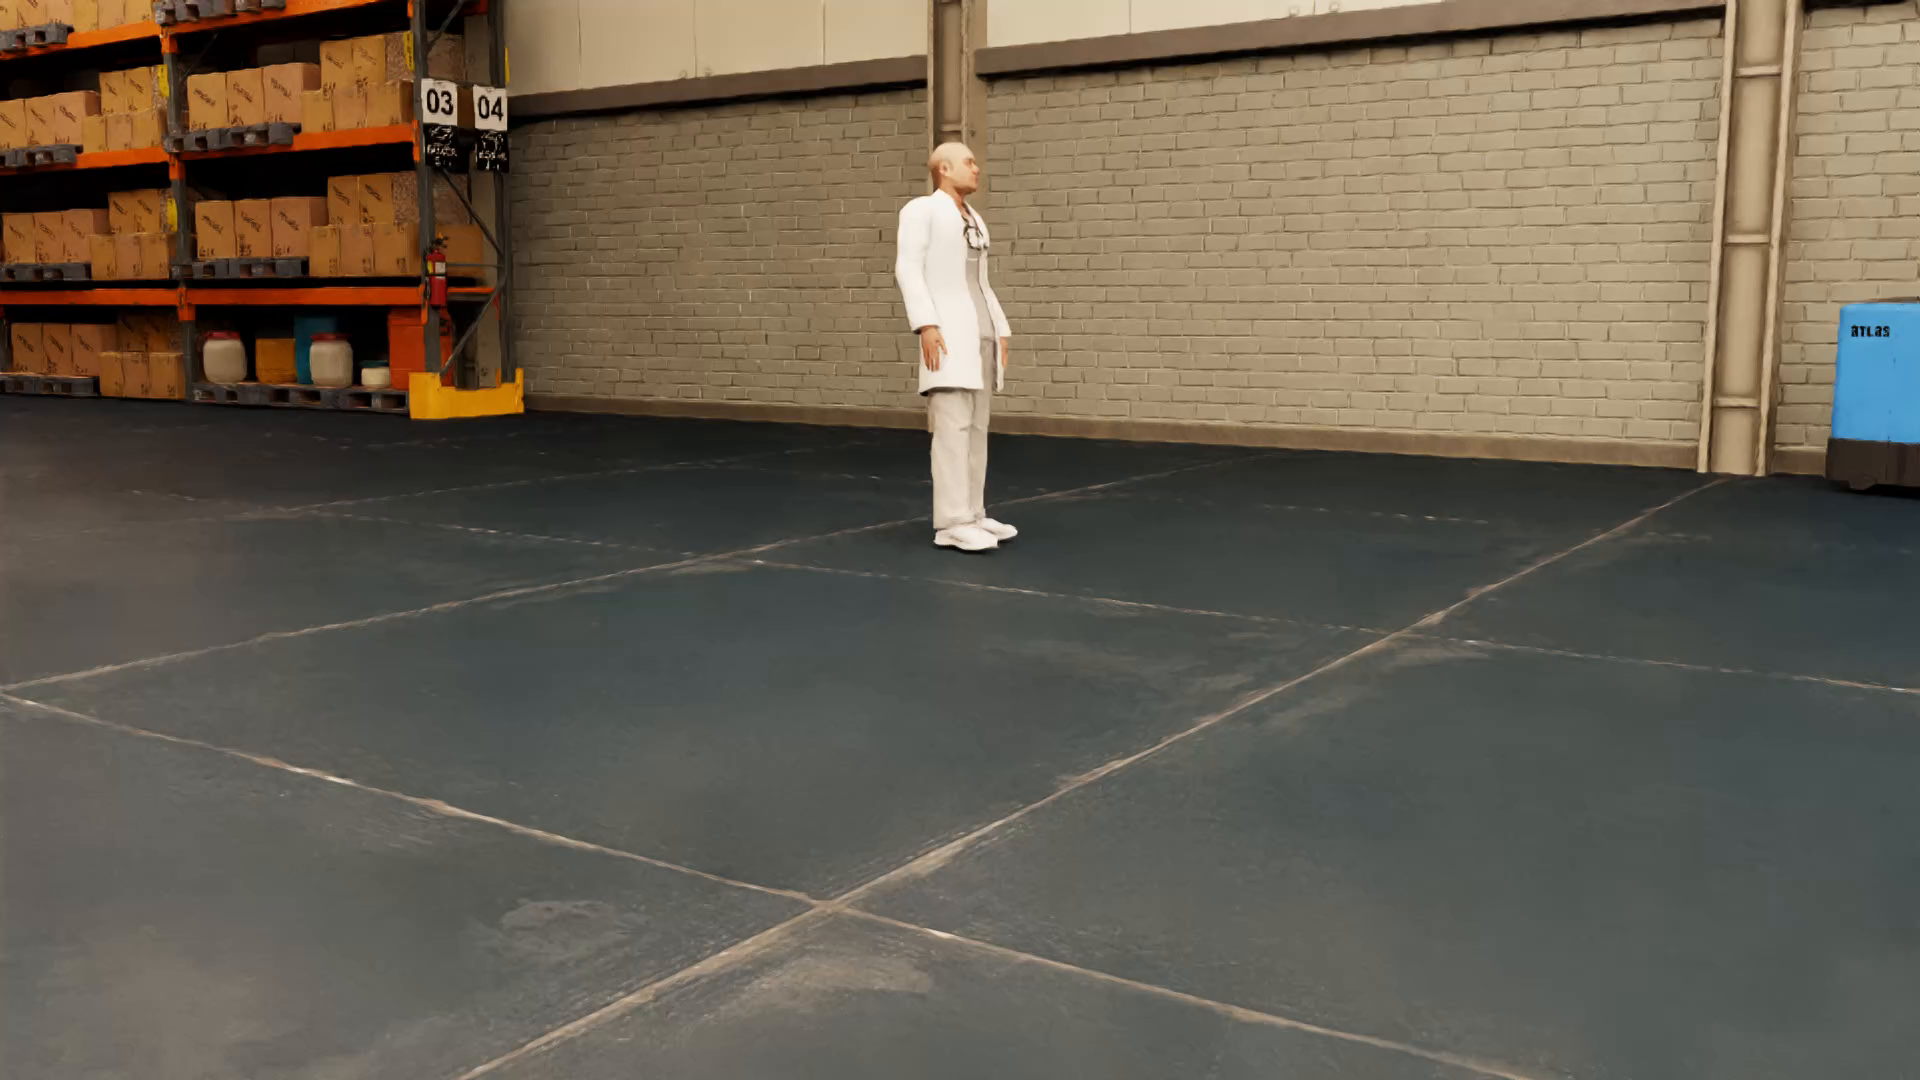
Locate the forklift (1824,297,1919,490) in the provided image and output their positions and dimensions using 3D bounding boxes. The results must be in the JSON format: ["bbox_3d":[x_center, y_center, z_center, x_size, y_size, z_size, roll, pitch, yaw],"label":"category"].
[{"bbox_3d":[6.248,-1.603,8.466,1.130,2.935,3.031,-6,10,-36],"label":"forklift"}]

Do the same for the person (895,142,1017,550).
[{"bbox_3d":[0.073,-0.880,7.423,0.579,1.776,0.694,5,10,34],"label":"person"}]
